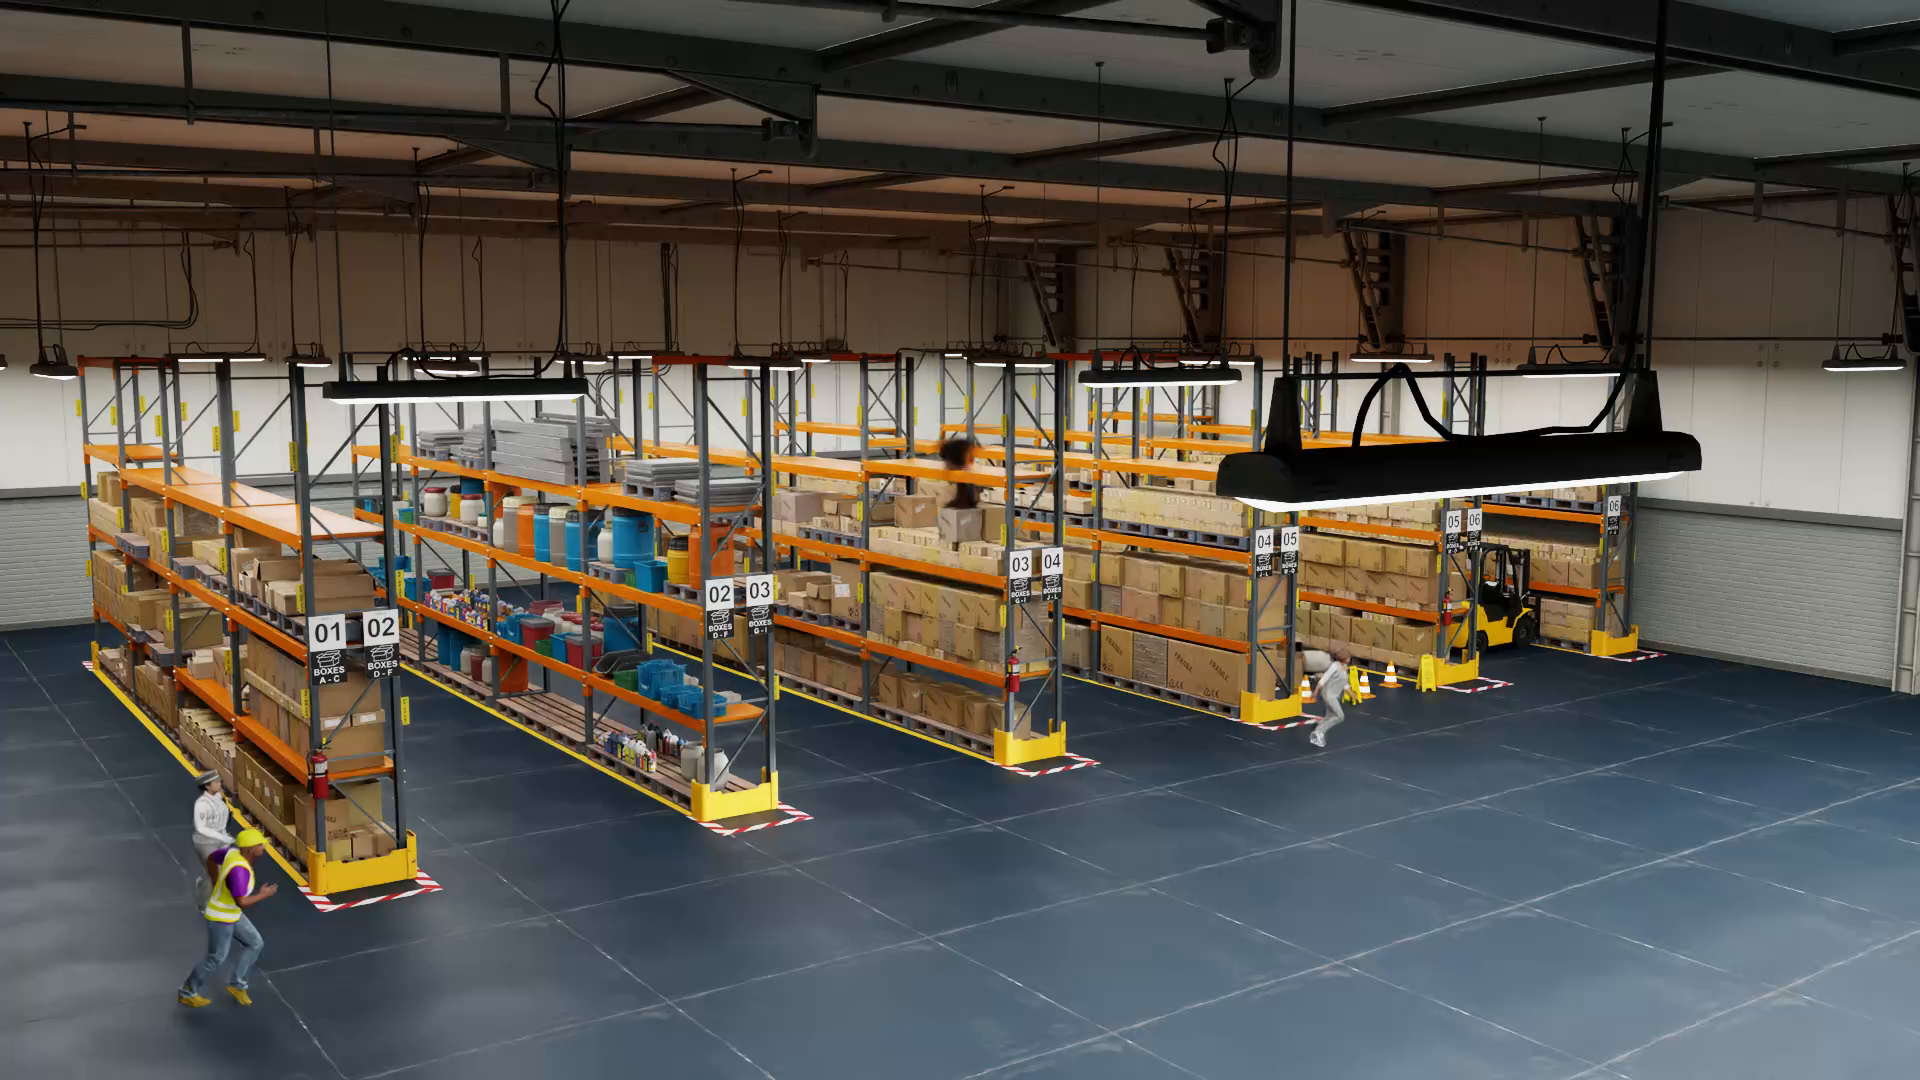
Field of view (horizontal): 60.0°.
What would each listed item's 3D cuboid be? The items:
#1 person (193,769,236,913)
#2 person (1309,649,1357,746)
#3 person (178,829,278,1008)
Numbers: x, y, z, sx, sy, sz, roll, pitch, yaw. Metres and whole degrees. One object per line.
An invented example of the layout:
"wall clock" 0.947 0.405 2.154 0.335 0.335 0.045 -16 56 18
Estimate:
"person" -8.193 3.313 18.285 0.583 1.644 0.592 1 7 5
"person" 5.798 2.451 25.825 0.667 1.528 0.529 4 8 27
"person" -6.939 3.617 15.745 0.924 1.758 0.713 -2 7 -19
